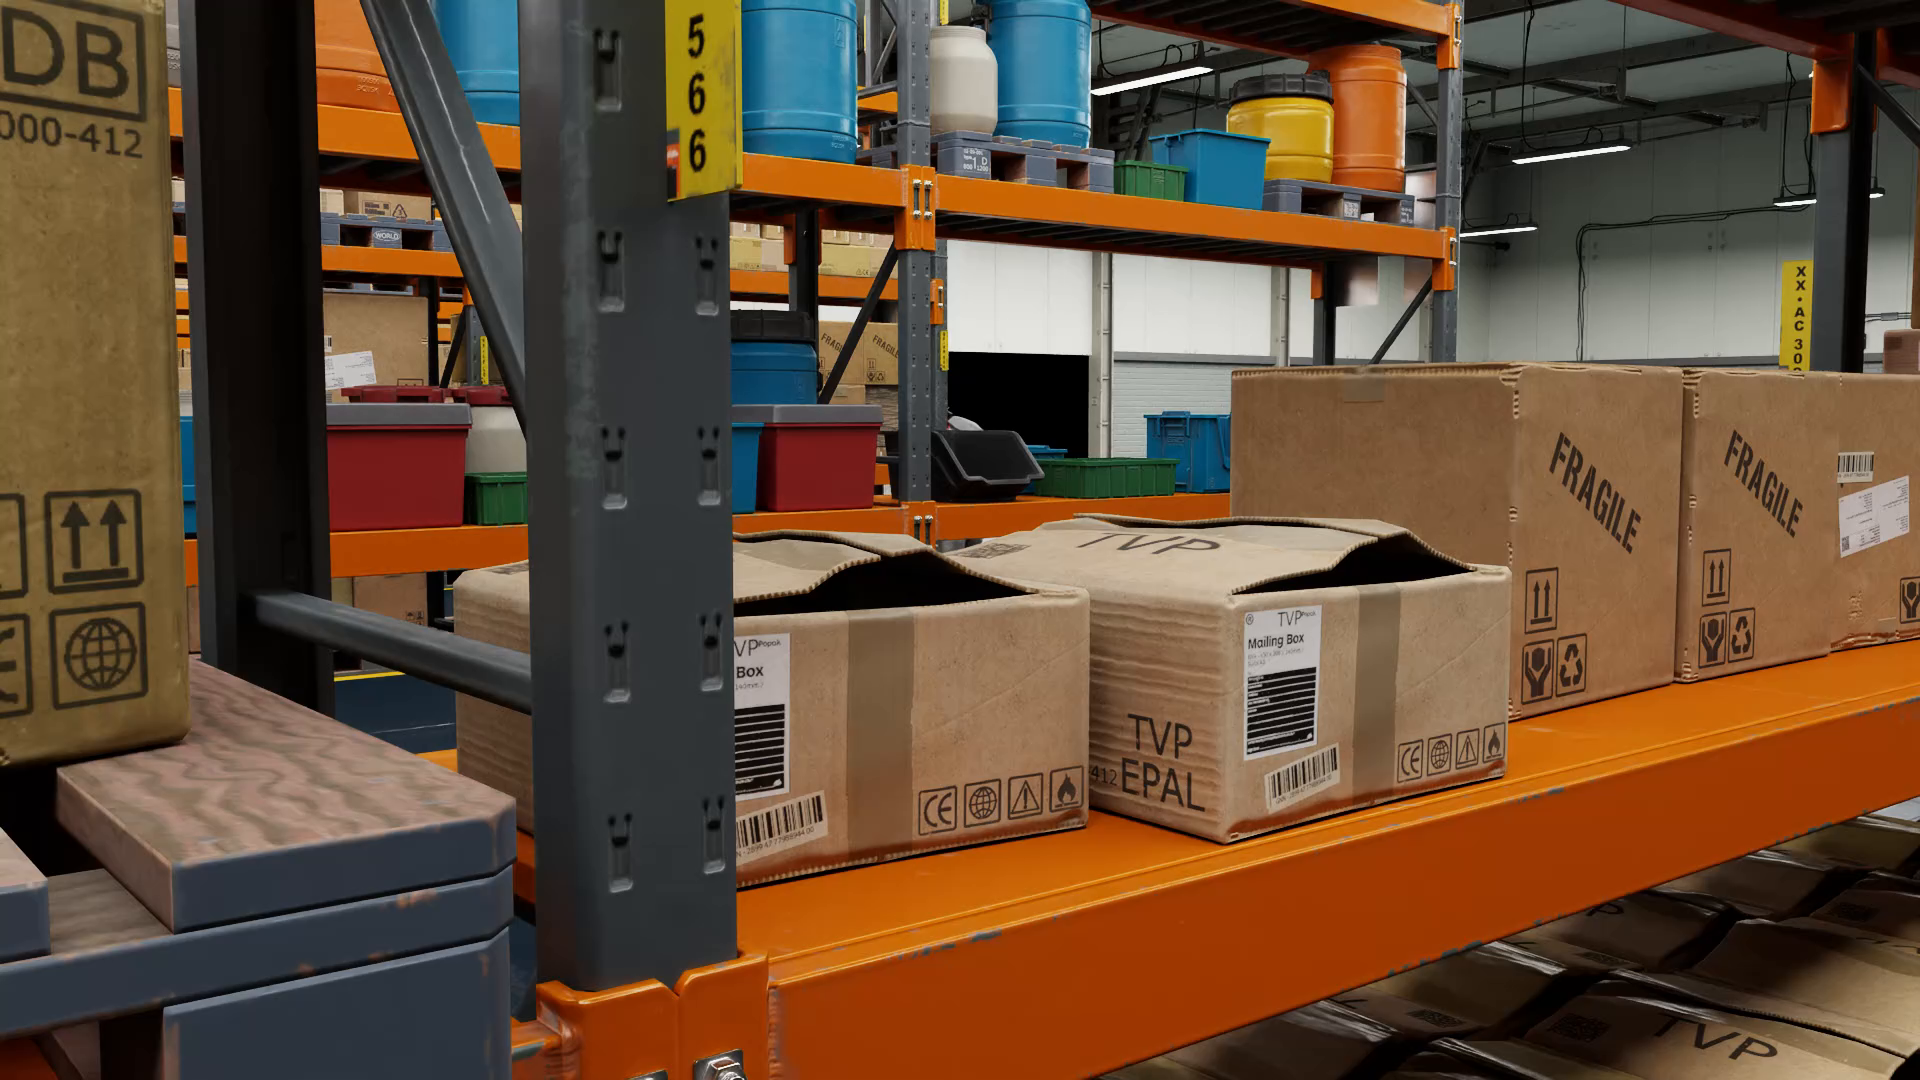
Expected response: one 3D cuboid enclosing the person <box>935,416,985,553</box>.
[{"bbox_3d":[-0.029,-0.086,12.540,0.586,1.694,0.530,-4,6,-39],"label":"person"}]
